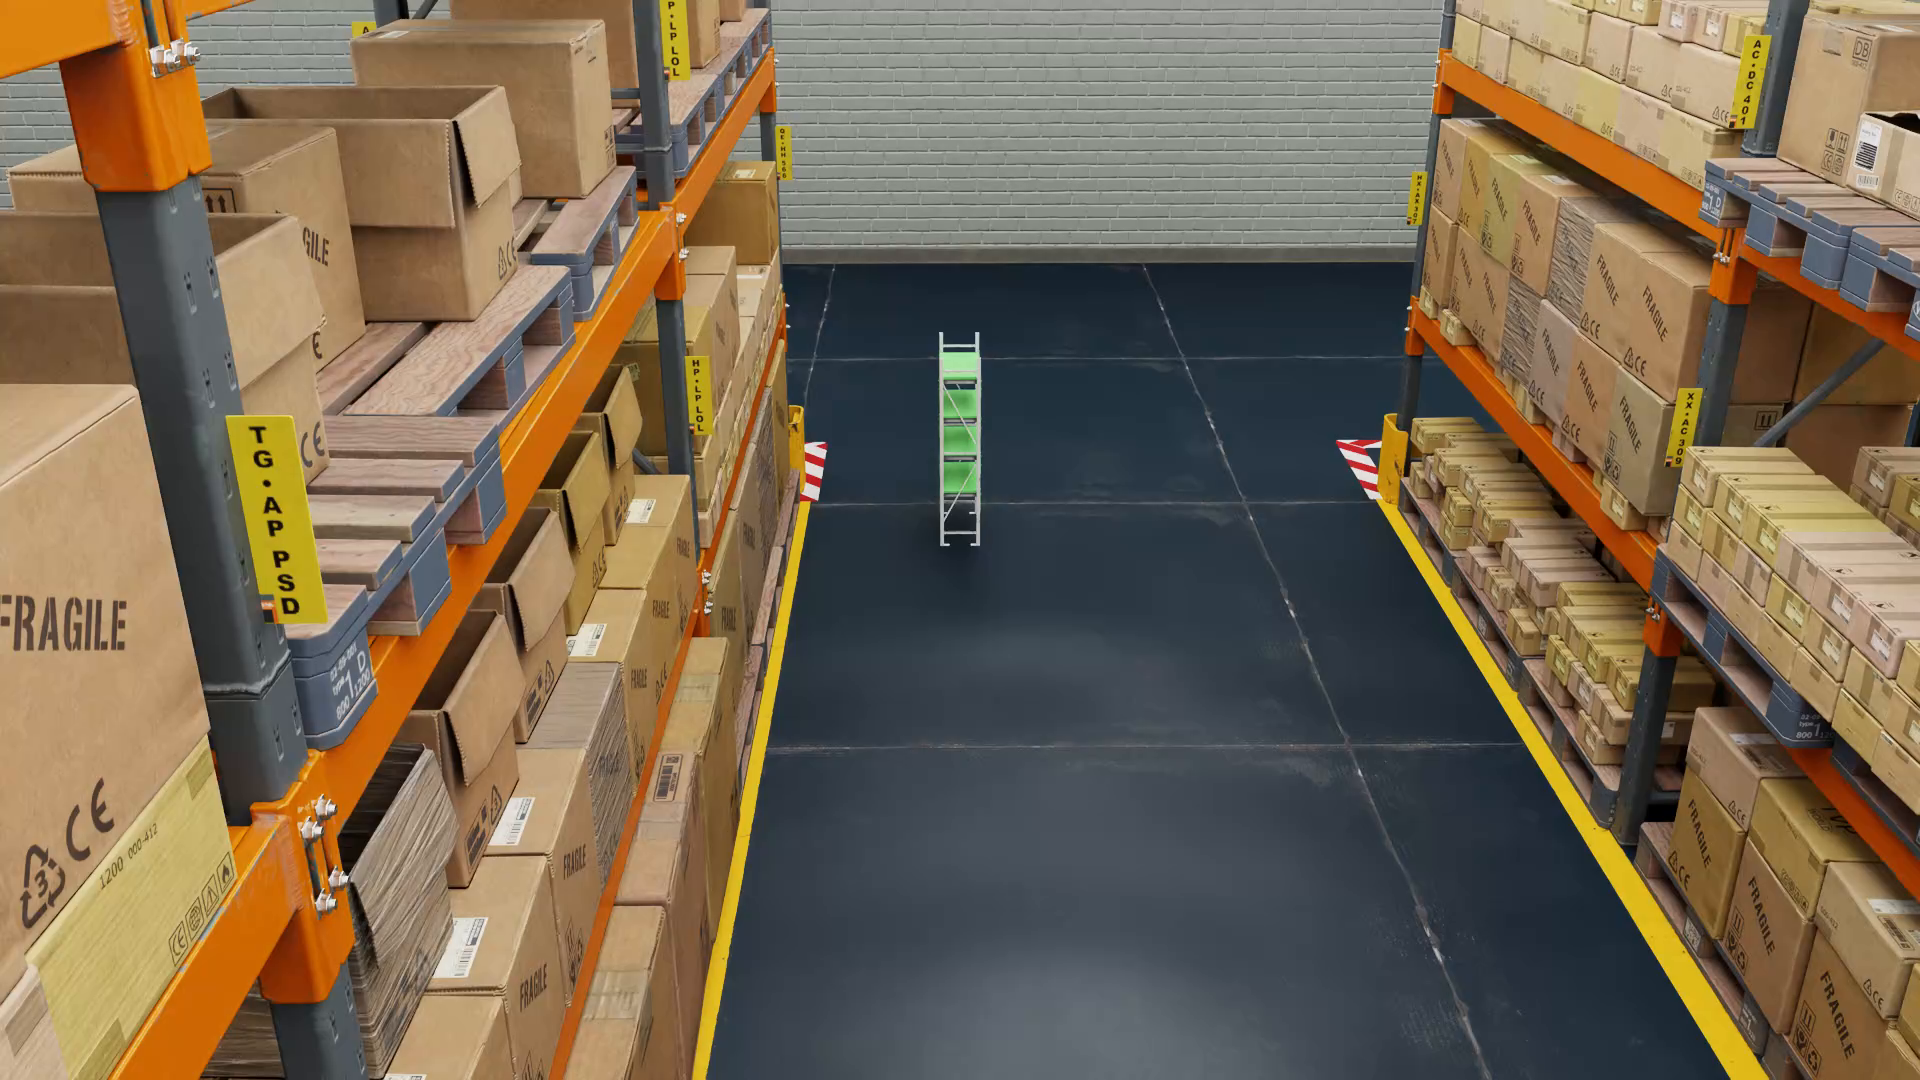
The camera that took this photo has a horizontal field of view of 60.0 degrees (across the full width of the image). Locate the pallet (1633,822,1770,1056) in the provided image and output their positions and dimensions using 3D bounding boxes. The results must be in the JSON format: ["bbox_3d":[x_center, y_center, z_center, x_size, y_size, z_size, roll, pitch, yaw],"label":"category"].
[{"bbox_3d":[3.398,1.541,6.587,1.003,0.211,1.213,0,24,-1],"label":"pallet"}]

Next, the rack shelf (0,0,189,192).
[{"bbox_3d":[-1.507,0.179,0.293,1.077,0.370,4.000,0,24,-1],"label":"rack shelf"}]

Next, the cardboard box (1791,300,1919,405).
[{"bbox_3d":[3.627,-0.874,6.848,0.500,0.500,0.500,0,24,1],"label":"cardboard box"}]

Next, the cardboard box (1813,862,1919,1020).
[{"bbox_3d":[3.141,1.291,5.370,0.500,0.250,0.500,1,24,1],"label":"cardboard box"}]

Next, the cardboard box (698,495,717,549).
[{"bbox_3d":[-1.244,-0.079,7.089,0.380,0.149,0.250,0,24,0],"label":"cardboard box"}]

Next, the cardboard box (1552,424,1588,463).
[{"bbox_3d":[3.085,-0.487,7.992,0.380,0.149,0.250,-1,24,-3],"label":"cardboard box"}]

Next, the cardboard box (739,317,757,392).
[{"bbox_3d":[-1.325,-0.954,8.539,0.500,0.250,0.500,0,24,0],"label":"cardboard box"}]

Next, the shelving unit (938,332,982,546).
[{"bbox_3d":[-0.002,-0.615,10.154,0.258,1.200,0.503,0,24,-1],"label":"shelving unit"}]

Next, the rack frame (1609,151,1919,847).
[{"bbox_3d":[3.388,-0.051,6.722,1.000,3.000,0.127,0,24,-1],"label":"rack frame"}]

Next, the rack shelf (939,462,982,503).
[{"bbox_3d":[-0.002,-0.338,10.279,0.258,0.148,0.480,0,24,-1],"label":"rack shelf"}]

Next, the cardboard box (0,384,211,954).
[{"bbox_3d":[-1.274,0.134,1.946,0.500,0.500,0.500,0,24,1],"label":"cardboard box"}]

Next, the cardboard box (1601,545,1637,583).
[{"bbox_3d":[3.563,0.101,8.615,0.380,0.149,0.250,-1,24,-3],"label":"cardboard box"}]

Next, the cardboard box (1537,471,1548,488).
[{"bbox_3d":[3.643,-0.296,9.854,0.380,0.149,0.250,-1,24,-3],"label":"cardboard box"}]

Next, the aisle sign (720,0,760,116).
[{"bbox_3d":[-1.317,-2.934,9.942,0.394,0.787,0.004,0,24,-1],"label":"aisle sign"}]

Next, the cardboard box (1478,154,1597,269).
[{"bbox_3d":[3.079,-1.727,8.733,0.500,0.500,0.500,-1,24,-2],"label":"cardboard box"}]

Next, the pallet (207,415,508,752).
[{"bbox_3d":[-1.589,0.033,3.127,1.213,0.211,1.003,1,24,2],"label":"pallet"}]

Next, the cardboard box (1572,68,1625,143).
[{"bbox_3d":[3.113,-1.965,7.497,0.500,0.250,0.500,-1,24,-1],"label":"cardboard box"}]

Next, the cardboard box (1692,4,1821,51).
[{"bbox_3d":[3.098,-1.995,6.473,0.380,0.149,0.250,0,24,1],"label":"cardboard box"}]

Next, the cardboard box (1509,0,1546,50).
[{"bbox_3d":[3.089,-2.620,8.338,0.500,0.250,0.500,0,24,0],"label":"cardboard box"}]

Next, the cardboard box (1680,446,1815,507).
[{"bbox_3d":[2.932,-0.234,6.201,0.380,0.149,0.250,1,24,2],"label":"cardboard box"}]

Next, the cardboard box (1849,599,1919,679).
[{"bbox_3d":[2.947,0.299,5.023,0.380,0.149,0.250,1,24,1],"label":"cardboard box"}]

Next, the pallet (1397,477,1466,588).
[{"bbox_3d":[3.319,-0.062,10.131,1.003,0.211,1.213,0,24,-1],"label":"pallet"}]

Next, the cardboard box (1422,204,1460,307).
[{"bbox_3d":[3.073,-1.694,9.873,0.500,0.500,0.500,1,24,2],"label":"cardboard box"}]

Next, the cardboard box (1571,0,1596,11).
[{"bbox_3d":[3.048,-2.523,7.641,0.380,0.149,0.250,-1,24,-1],"label":"cardboard box"}]

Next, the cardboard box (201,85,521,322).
[{"bbox_3d":[-1.573,-0.869,4.255,0.797,0.503,0.637,-1,24,-1],"label":"cardboard box"}]

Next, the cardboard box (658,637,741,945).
[{"bbox_3d":[-1.546,0.970,6.533,1.225,0.875,0.875,0,24,0],"label":"cardboard box"}]

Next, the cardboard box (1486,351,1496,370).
[{"bbox_3d":[3.132,-1.016,9.160,0.380,0.149,0.250,0,24,-1],"label":"cardboard box"}]

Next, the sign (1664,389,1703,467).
[{"bbox_3d":[2.845,-0.439,6.531,0.100,0.325,0.005,0,24,-1],"label":"sign"}]

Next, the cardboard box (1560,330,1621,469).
[{"bbox_3d":[3.096,-0.644,7.551,0.500,0.500,0.500,-1,24,-2],"label":"cardboard box"}]

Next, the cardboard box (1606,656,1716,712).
[{"bbox_3d":[3.124,0.640,7.422,0.380,0.149,0.250,0,24,1],"label":"cardboard box"}]

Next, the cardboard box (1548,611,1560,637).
[{"bbox_3d":[3.126,0.468,8.165,0.380,0.149,0.250,0,24,0],"label":"cardboard box"}]

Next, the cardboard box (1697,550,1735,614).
[{"bbox_3d":[2.941,0.151,6.071,0.380,0.149,0.250,0,24,0],"label":"cardboard box"}]

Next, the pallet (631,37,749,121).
[{"bbox_3d":[-1.582,-2.235,8.019,1.003,0.211,1.213,0,24,-1],"label":"pallet"}]

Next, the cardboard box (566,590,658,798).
[{"bbox_3d":[-1.284,0.495,5.394,0.500,0.500,0.500,-1,24,-1],"label":"cardboard box"}]

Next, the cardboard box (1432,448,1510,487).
[{"bbox_3d":[3.008,-0.427,9.783,0.380,0.149,0.250,0,24,-1],"label":"cardboard box"}]

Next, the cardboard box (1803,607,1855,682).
[{"bbox_3d":[2.949,0.333,5.309,0.380,0.149,0.250,1,24,2],"label":"cardboard box"}]

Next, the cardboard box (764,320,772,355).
[{"bbox_3d":[-1.276,-1.145,9.446,0.380,0.149,0.250,0,24,0],"label":"cardboard box"}]

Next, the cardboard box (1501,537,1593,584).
[{"bbox_3d":[3.036,0.103,8.609,0.380,0.149,0.250,-1,24,-2],"label":"cardboard box"}]

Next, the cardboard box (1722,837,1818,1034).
[{"bbox_3d":[3.138,1.421,5.993,0.500,0.500,0.500,1,24,2],"label":"cardboard box"}]

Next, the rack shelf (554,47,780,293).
[{"bbox_3d":[-1.595,-1.933,8.117,1.077,0.370,4.000,0,24,-1],"label":"rack shelf"}]

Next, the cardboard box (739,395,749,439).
[{"bbox_3d":[-1.258,-0.613,8.270,0.380,0.149,0.250,0,24,0],"label":"cardboard box"}]

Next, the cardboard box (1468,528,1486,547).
[{"bbox_3d":[3.115,0.046,9.457,0.380,0.149,0.250,0,24,0],"label":"cardboard box"}]

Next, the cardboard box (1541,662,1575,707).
[{"bbox_3d":[3.056,0.681,8.054,0.380,0.149,0.250,-1,24,-2],"label":"cardboard box"}]

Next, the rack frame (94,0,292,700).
[{"bbox_3d":[-1.529,-1.155,1.884,1.000,3.000,0.127,0,24,-1],"label":"rack frame"}]

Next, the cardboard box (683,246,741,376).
[{"bbox_3d":[-1.330,-1.095,7.941,0.500,0.500,0.500,-1,24,-2],"label":"cardboard box"}]

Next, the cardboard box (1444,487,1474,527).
[{"bbox_3d":[3.025,-0.190,9.619,0.380,0.149,0.250,0,24,1],"label":"cardboard box"}]

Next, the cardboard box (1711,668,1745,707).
[{"bbox_3d":[3.591,0.643,7.416,0.380,0.149,0.250,1,24,2],"label":"cardboard box"}]

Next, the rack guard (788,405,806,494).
[{"bbox_3d":[-1.617,-0.589,10.946,1.175,0.500,0.348,0,24,-1],"label":"rack guard"}]

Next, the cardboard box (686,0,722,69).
[{"bbox_3d":[-1.507,-2.479,7.699,0.700,0.500,0.500,1,24,2],"label":"cardboard box"}]

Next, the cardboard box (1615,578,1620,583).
[{"bbox_3d":[3.654,0.238,8.674,0.380,0.149,0.250,0,24,-1],"label":"cardboard box"}]

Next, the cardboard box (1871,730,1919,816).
[{"bbox_3d":[2.951,0.679,4.904,0.380,0.149,0.250,-1,24,-3],"label":"cardboard box"}]

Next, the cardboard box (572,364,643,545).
[{"bbox_3d":[-1.558,-0.309,5.956,0.797,0.503,0.637,-1,24,-2],"label":"cardboard box"}]

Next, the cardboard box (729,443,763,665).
[{"bbox_3d":[-1.510,0.064,8.538,0.875,0.875,0.875,0,24,-1],"label":"cardboard box"}]
